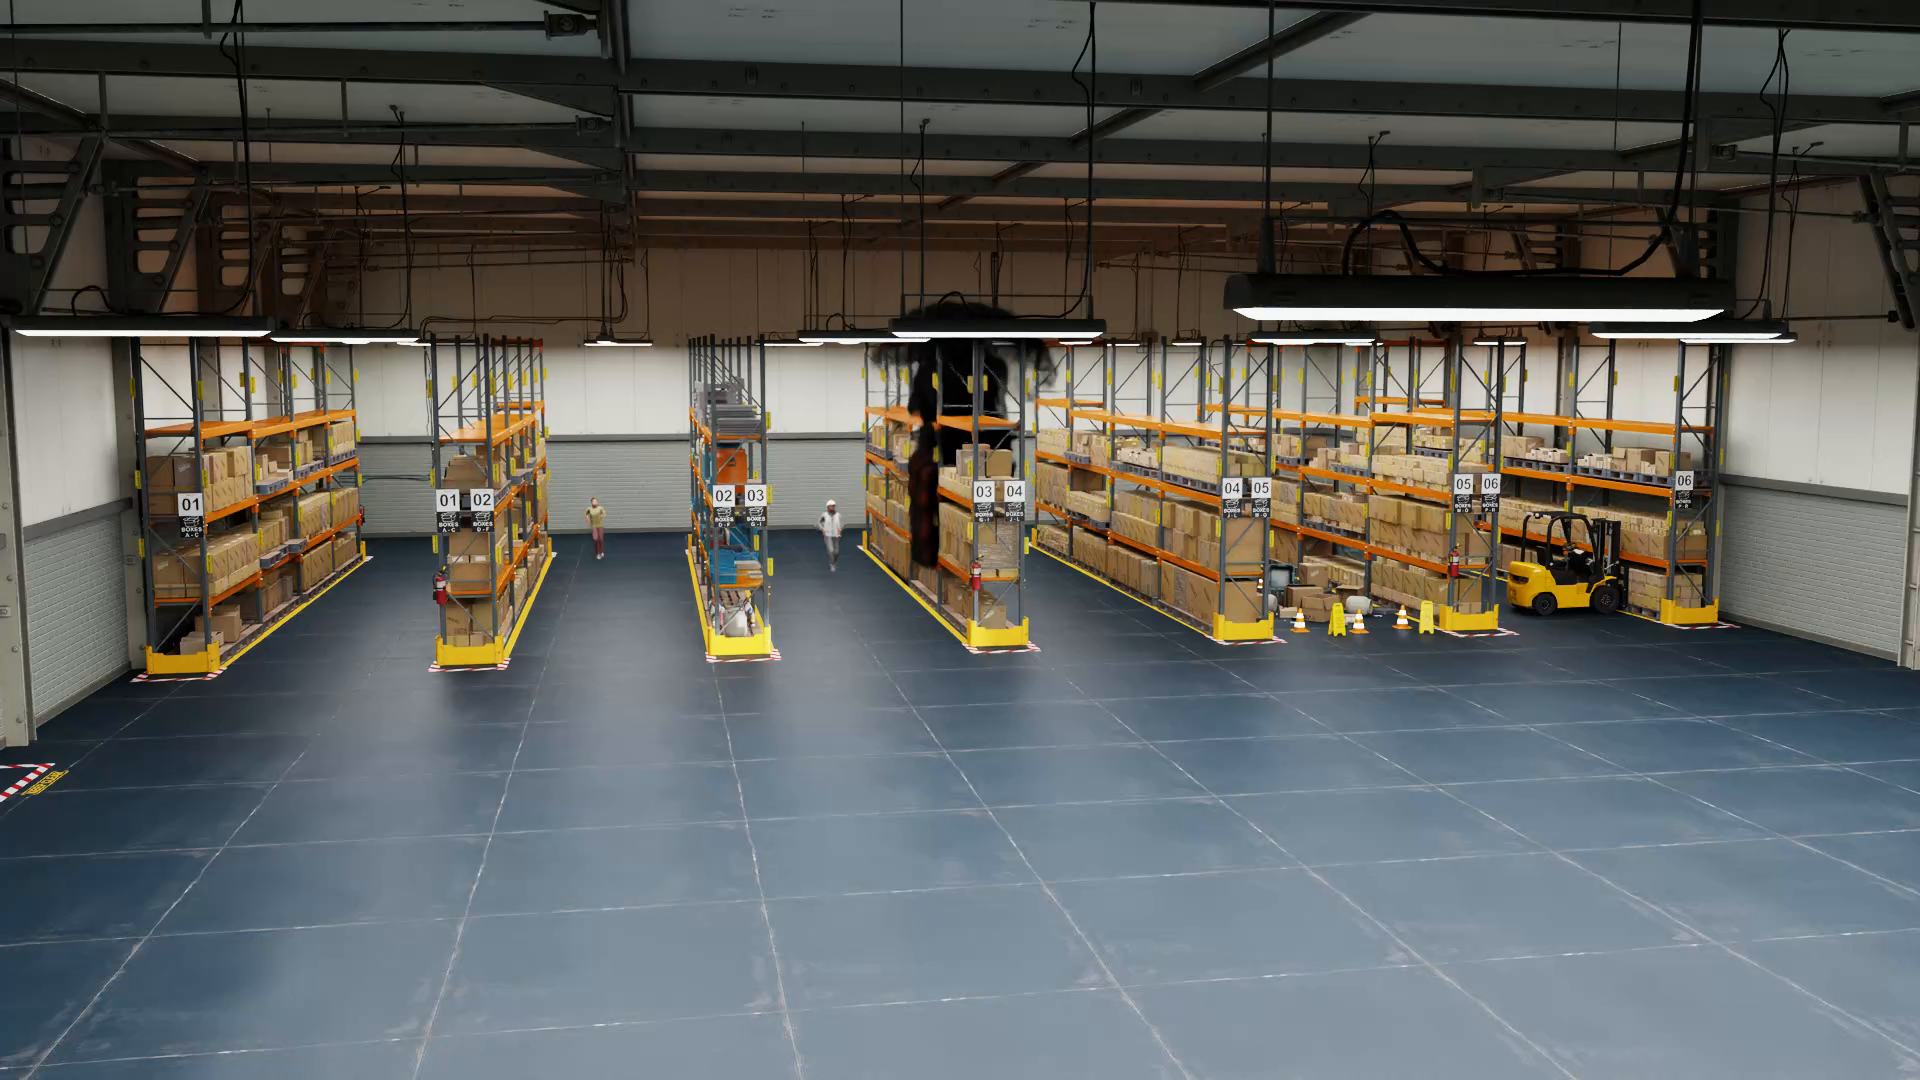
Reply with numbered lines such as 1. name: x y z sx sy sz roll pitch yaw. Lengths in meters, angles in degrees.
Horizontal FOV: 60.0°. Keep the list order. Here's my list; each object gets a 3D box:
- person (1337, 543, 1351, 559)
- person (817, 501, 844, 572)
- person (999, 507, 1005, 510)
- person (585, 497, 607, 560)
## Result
1. person: 10.199 -0.223 44.269 0.681 1.686 0.516 -1 7 -12
2. person: -3.182 -0.095 41.017 0.670 1.769 0.646 -2 7 -15
3. person: 1.237 -0.429 46.911 0.535 1.632 0.727 0 7 -4
4. person: -9.971 -0.317 45.578 0.578 1.721 0.716 -2 7 -17
